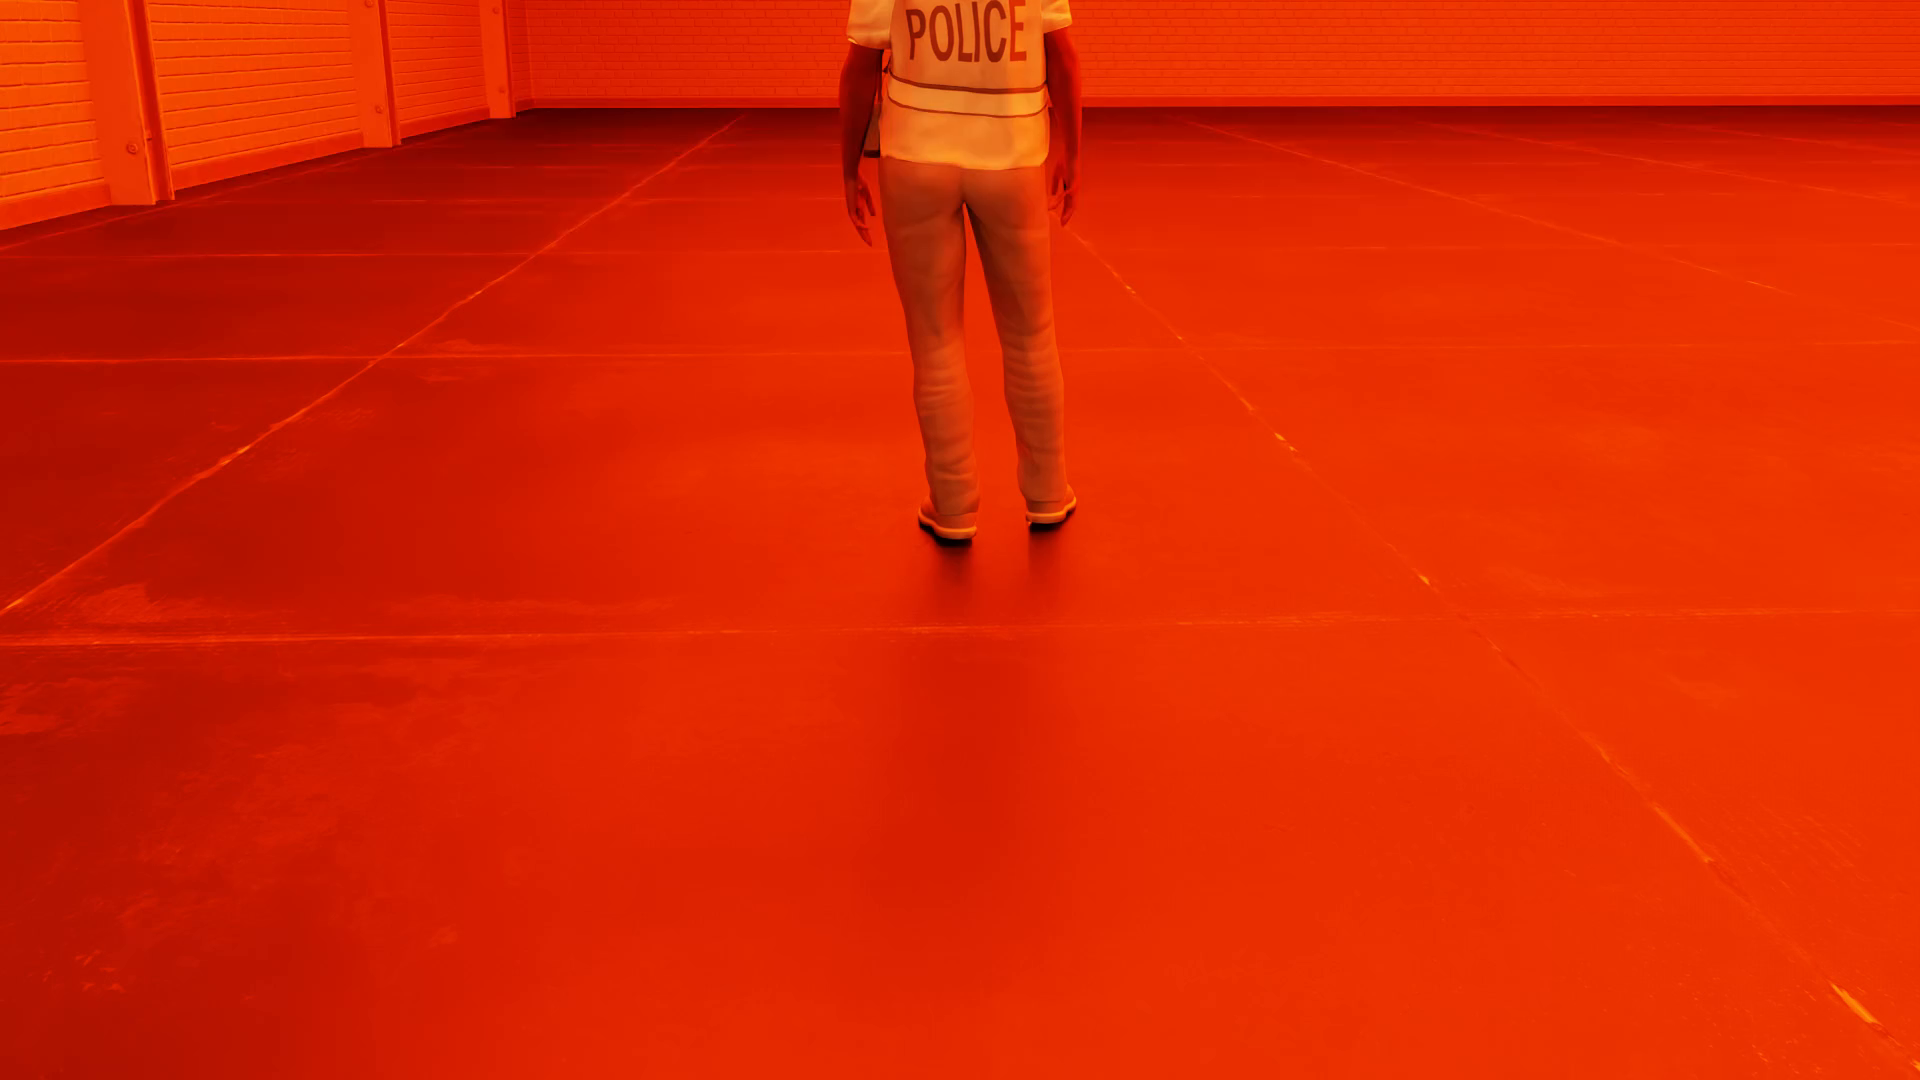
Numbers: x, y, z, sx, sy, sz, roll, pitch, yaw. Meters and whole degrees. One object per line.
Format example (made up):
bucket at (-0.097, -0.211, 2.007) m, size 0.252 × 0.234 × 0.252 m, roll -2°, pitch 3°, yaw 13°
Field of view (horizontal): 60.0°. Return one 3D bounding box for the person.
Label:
person at (0.016, -0.839, 3.740) m, size 0.569 × 1.695 × 0.530 m, roll -1°, pitch 17°, yaw -3°
